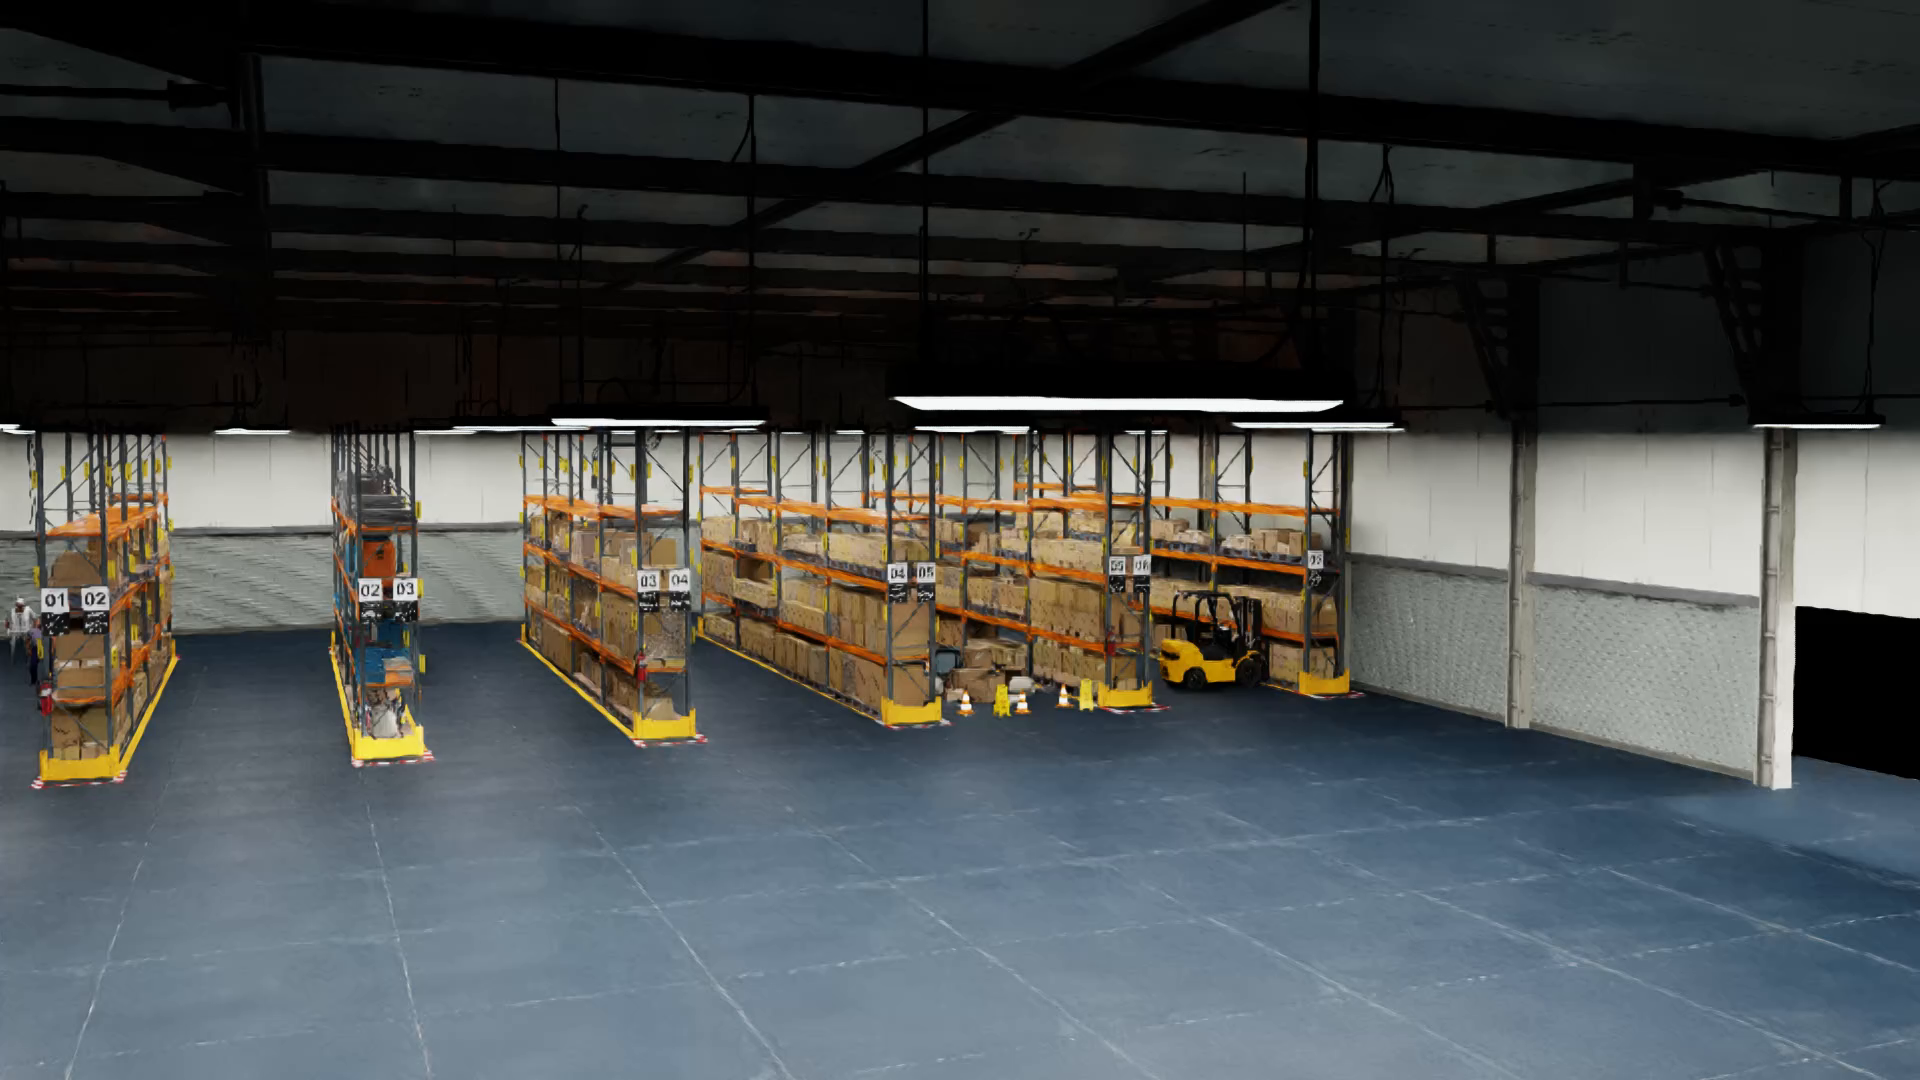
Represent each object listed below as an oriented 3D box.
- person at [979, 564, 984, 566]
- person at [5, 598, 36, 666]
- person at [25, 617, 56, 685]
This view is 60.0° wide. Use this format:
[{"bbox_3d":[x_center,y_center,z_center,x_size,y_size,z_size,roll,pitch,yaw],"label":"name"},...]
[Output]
[{"bbox_3d":[0.737,1.592,52.656,0.571,1.666,0.375,3,4,36],"label":"person"},{"bbox_3d":[-23.290,2.287,41.242,0.702,1.735,0.549,-2,4,-24],"label":"person"},{"bbox_3d":[-21.098,2.555,38.187,0.625,1.581,0.517,-2,4,-24],"label":"person"}]
